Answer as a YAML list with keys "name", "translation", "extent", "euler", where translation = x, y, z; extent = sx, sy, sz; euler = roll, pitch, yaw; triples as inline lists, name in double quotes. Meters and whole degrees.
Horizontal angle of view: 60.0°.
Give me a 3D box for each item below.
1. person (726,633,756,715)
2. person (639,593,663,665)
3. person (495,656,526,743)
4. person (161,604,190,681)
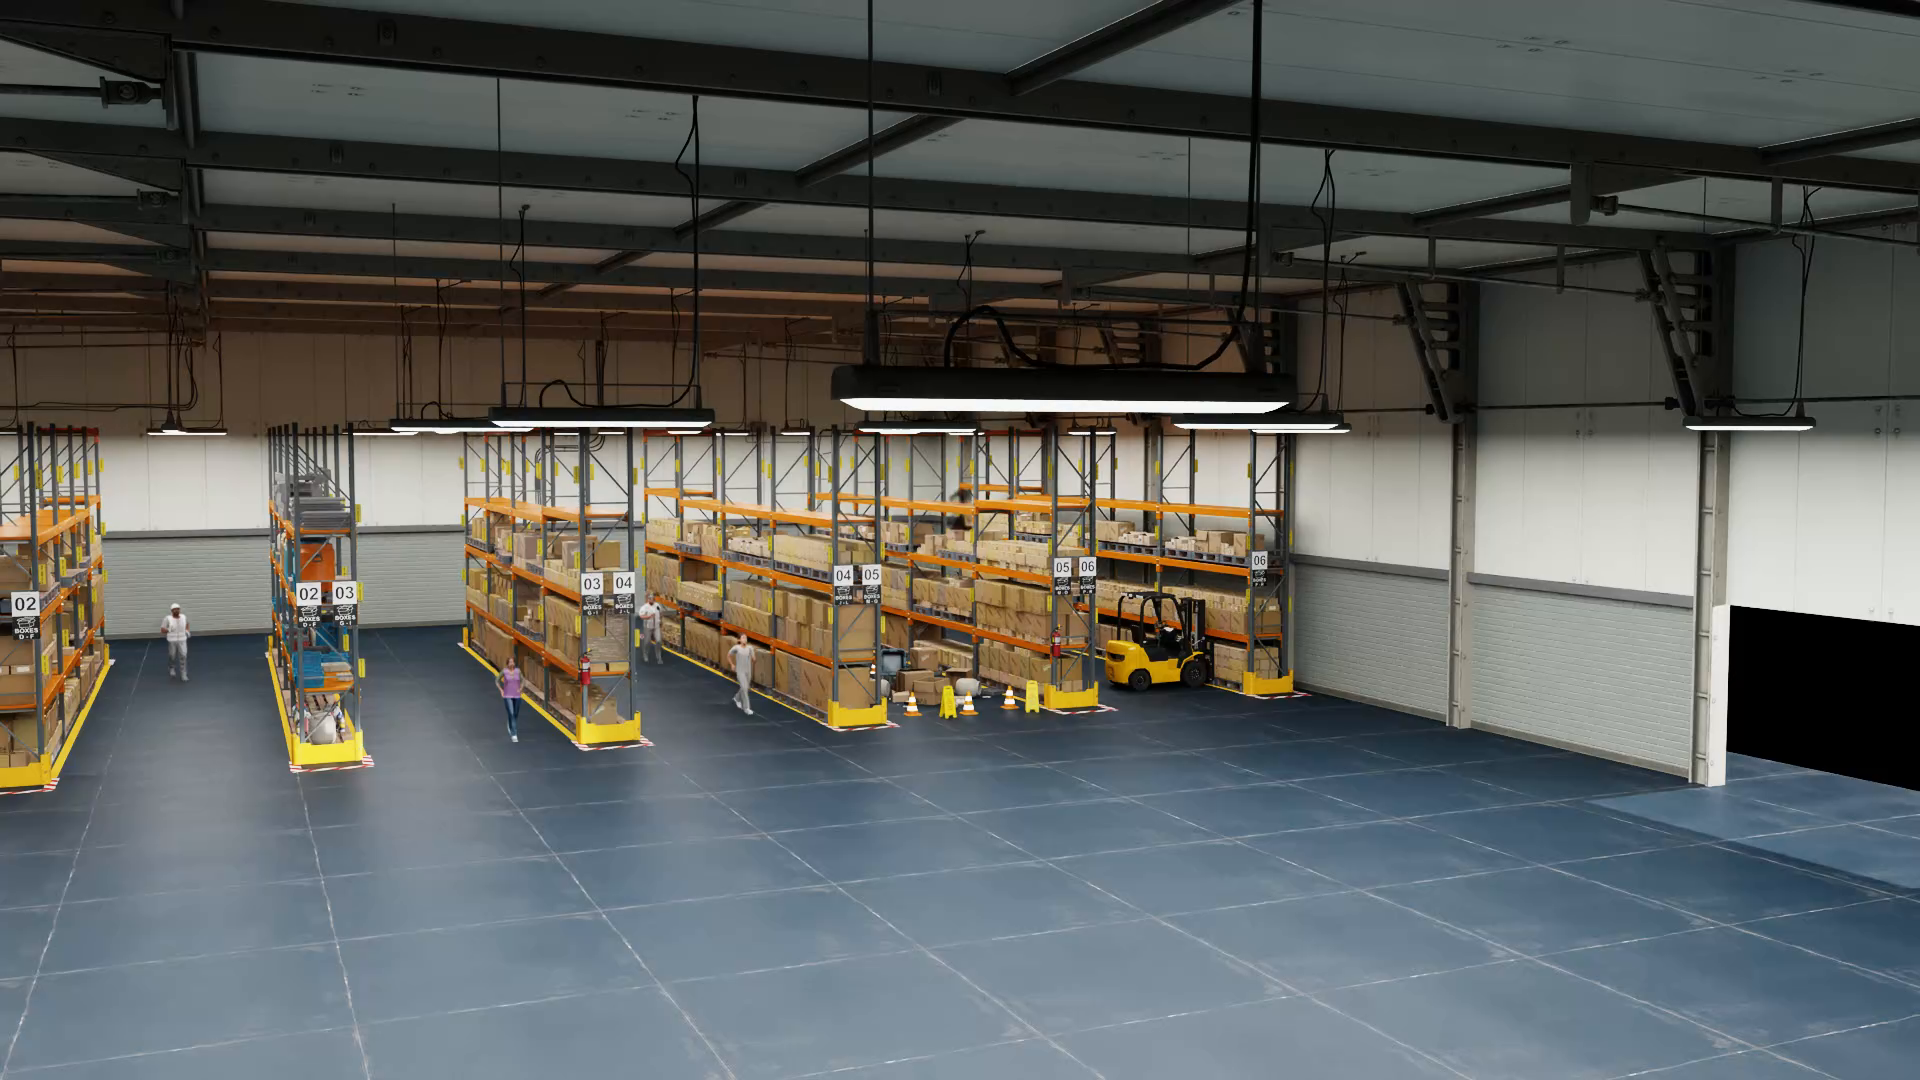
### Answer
- name: "person"
  translation: [-4.516, 2.748, 34.607]
  extent: [0.564, 1.655, 0.969]
  euler: [-3, 4, -36]
- name: "person"
  translation: [-7.846, 2.260, 42.341]
  extent: [0.653, 1.862, 0.795]
  euler: [-2, 4, -25]
- name: "person"
  translation: [-8.521, 2.995, 31.553]
  extent: [0.543, 1.596, 0.799]
  euler: [-2, 4, -29]
- name: "person"
  translation: [-18.528, 2.396, 39.333]
  extent: [0.674, 1.786, 0.967]
  euler: [-3, 4, -38]
